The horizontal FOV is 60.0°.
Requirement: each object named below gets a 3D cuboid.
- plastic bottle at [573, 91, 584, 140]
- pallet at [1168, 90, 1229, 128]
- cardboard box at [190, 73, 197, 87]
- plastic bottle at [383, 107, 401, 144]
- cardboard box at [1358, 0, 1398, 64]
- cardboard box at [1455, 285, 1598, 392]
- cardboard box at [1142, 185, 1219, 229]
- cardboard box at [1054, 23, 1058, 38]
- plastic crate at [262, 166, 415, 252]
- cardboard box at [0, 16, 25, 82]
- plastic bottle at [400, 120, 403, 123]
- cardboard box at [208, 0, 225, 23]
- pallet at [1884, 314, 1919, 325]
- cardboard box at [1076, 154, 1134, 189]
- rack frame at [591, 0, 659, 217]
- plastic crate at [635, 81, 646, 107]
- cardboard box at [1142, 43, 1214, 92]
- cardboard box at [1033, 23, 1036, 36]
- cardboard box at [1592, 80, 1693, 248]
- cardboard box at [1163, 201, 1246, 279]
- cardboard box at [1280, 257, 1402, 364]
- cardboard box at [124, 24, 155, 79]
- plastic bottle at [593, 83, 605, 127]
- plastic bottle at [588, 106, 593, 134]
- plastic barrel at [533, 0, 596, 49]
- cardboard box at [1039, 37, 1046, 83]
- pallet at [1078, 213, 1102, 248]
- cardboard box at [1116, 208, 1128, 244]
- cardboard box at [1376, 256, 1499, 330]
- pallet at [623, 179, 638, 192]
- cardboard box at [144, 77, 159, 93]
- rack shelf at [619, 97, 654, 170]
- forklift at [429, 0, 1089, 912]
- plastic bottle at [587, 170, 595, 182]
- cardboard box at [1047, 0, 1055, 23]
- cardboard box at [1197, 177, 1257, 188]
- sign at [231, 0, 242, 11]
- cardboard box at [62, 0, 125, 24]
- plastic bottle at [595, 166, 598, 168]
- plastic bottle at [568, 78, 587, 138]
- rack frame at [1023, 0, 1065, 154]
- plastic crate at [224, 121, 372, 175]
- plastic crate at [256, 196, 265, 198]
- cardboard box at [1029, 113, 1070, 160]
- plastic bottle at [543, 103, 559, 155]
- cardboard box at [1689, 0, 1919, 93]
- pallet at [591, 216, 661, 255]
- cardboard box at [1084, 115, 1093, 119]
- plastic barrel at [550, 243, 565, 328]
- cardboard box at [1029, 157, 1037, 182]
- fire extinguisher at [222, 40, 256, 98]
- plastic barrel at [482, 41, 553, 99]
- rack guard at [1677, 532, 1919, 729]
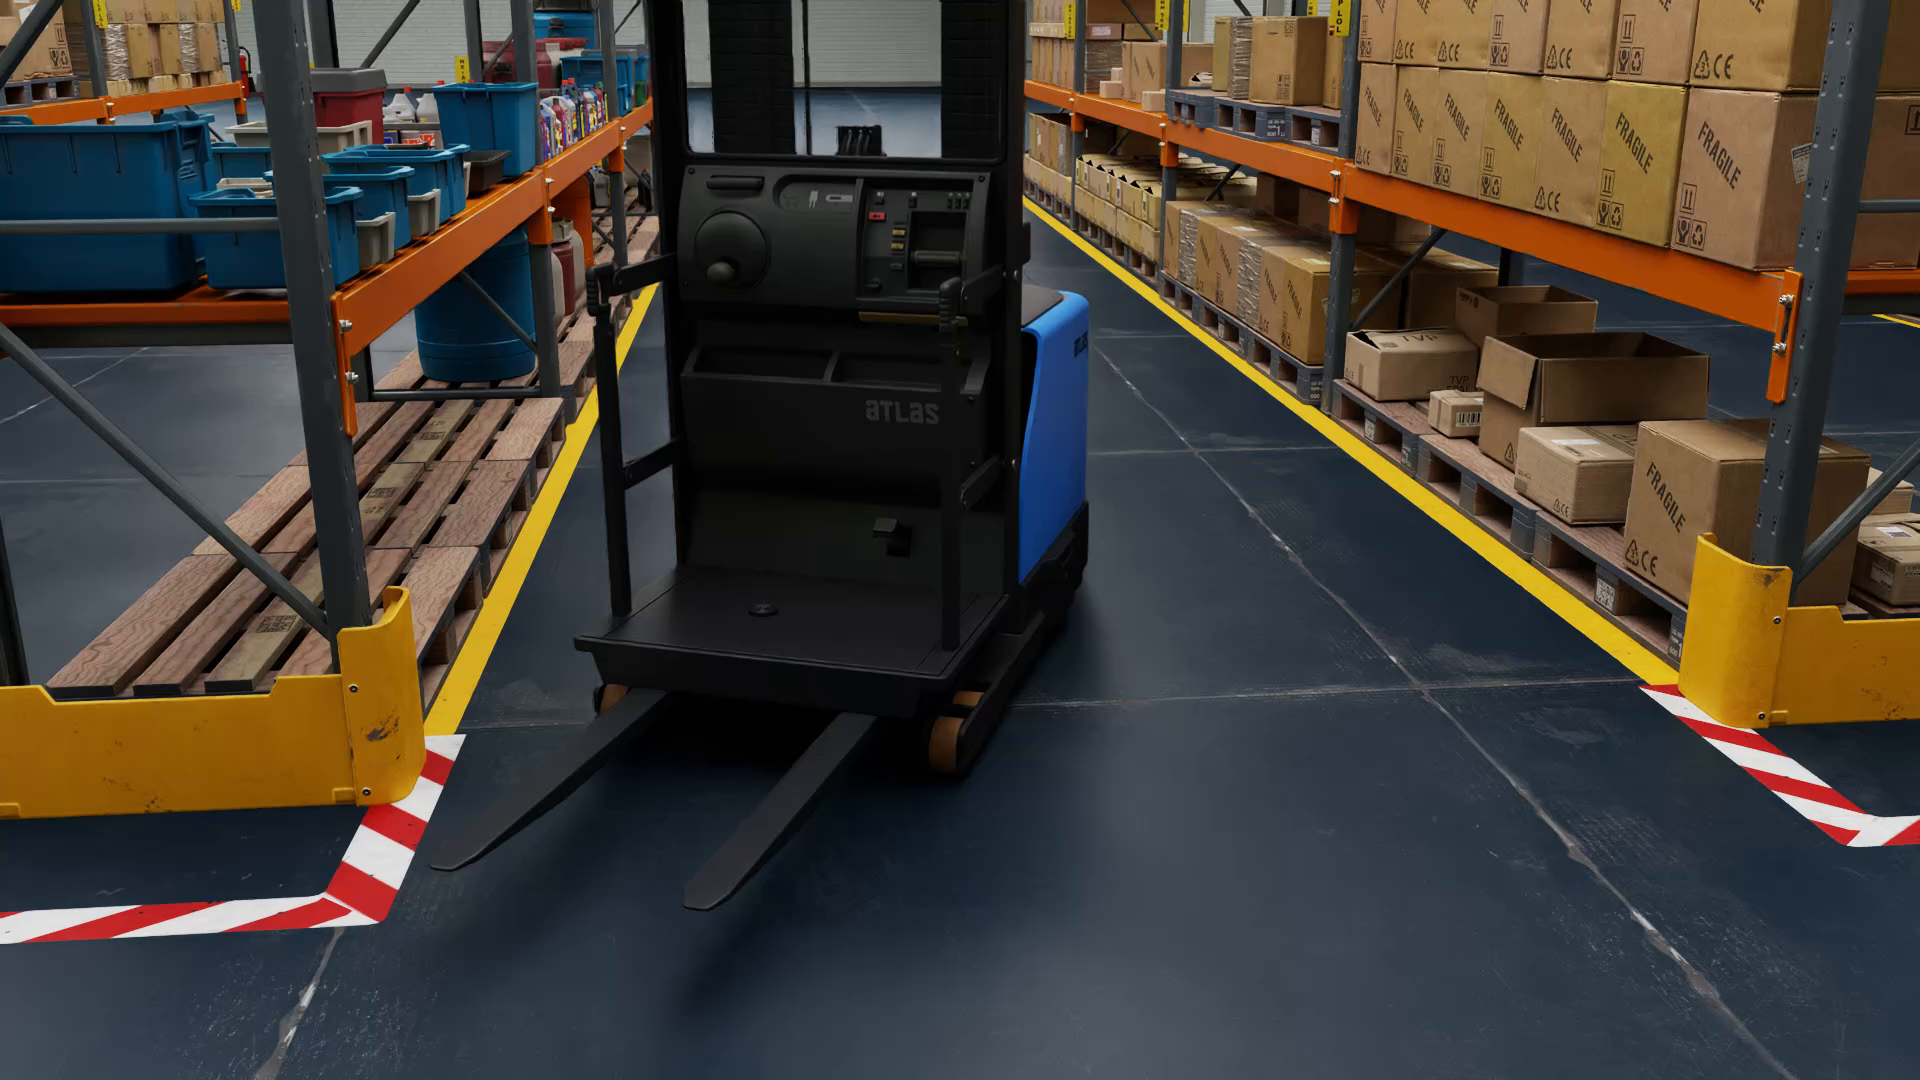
[{"bbox_3d":[-2.302,-2.552,9.993,0.061,0.283,0.133,-2,18,-6],"label":"plastic bottle"},{"bbox_3d":[2.148,-3.011,11.580,1.213,0.211,1.003,-2,18,-6],"label":"pallet"},{"bbox_3d":[-8.339,-4.884,17.646,0.380,0.149,0.250,-2,18,-6],"label":"cardboard box"},{"bbox_3d":[-2.869,-2.007,8.269,0.152,0.276,0.135,-2,18,-6],"label":"plastic bottle"},{"bbox_3d":[2.190,-2.486,7.752,0.500,0.500,0.500,-1,17,-4],"label":"cardboard box"},{"bbox_3d":[2.762,-0.967,8.188,0.500,0.500,0.500,-2,18,-6],"label":"cardboard box"},{"bbox_3d":[1.709,-2.607,12.926,0.500,0.311,0.500,-1,17,-4],"label":"cardboard box"},{"bbox_3d":[1.195,-5.383,17.566,0.380,0.149,0.250,-1,17,-4],"label":"cardboard box"},{"bbox_3d":[-1.860,-0.995,5.019,0.416,0.233,0.300,-2,18,-6],"label":"plastic crate"},{"bbox_3d":[-7.988,-3.925,13.298,0.797,0.503,0.637,0,17,0],"label":"cardboard box"},{"bbox_3d":[-2.861,-2.047,8.520,0.097,0.201,0.097,0,17,0],"label":"plastic bottle"},{"bbox_3d":[-8.368,-5.891,18.102,0.500,0.500,0.500,-2,18,-6],"label":"cardboard box"},{"bbox_3d":[7.064,-1.526,11.186,1.003,0.211,1.213,-2,18,-6],"label":"pallet"},{"bbox_3d":[1.391,-3.519,15.832,0.500,0.311,0.500,-2,18,-5],"label":"cardboard box"},{"bbox_3d":[-3.332,-4.342,15.500,1.000,3.000,0.127,-2,18,-6],"label":"rack frame"},{"bbox_3d":[-2.871,-3.731,13.907,0.450,0.188,0.662,-2,18,-6],"label":"plastic crate"},{"bbox_3d":[1.819,-3.849,13.764,0.500,0.500,0.500,-3,18,-9],"label":"cardboard box"},{"bbox_3d":[1.039,-5.841,19.024,0.380,0.149,0.250,-2,18,-7],"label":"cardboard box"},{"bbox_3d":[2.459,-1.246,5.471,0.500,0.500,0.500,-2,18,-5],"label":"cardboard box"},{"bbox_3d":[1.771,-2.175,12.036,0.500,0.500,0.500,-1,17,-3],"label":"cardboard box"},{"bbox_3d":[2.085,-1.266,9.140,0.500,0.500,0.500,-2,18,-6],"label":"cardboard box"},{"bbox_3d":[-8.260,-4.665,15.864,0.875,0.500,0.500,-2,18,-6],"label":"cardboard box"},{"bbox_3d":[-2.429,-2.919,11.160,0.061,0.283,0.133,-2,18,-6],"label":"plastic bottle"},{"bbox_3d":[-2.375,-2.671,10.507,0.097,0.201,0.097,0,17,0],"label":"plastic bottle"},{"bbox_3d":[-3.593,-4.457,15.028,0.600,0.901,0.708,-2,18,-6],"label":"plastic barrel"},{"bbox_3d":[1.277,-5.438,18.823,0.700,0.500,0.500,-1,17,-4],"label":"cardboard box"},{"bbox_3d":[1.710,-2.945,15.706,1.003,0.211,1.213,-2,18,-6],"label":"pallet"},{"bbox_3d":[1.606,-2.643,13.978,0.500,0.250,0.500,-1,17,-4],"label":"cardboard box"},{"bbox_3d":[2.613,-1.279,9.183,0.500,0.500,0.500,-3,18,-8],"label":"cardboard box"},{"bbox_3d":[-3.611,-3.940,18.875,1.003,0.211,1.213,-2,18,-6],"label":"pallet"},{"bbox_3d":[-8.067,-4.441,16.234,0.380,0.149,0.250,-2,18,-6],"label":"cardboard box"},{"bbox_3d":[-3.125,-3.403,13.710,1.077,0.370,4.000,-2,18,-6],"label":"rack shelf"},{"bbox_3d":[-0.427,-0.877,4.576,1.130,2.935,3.031,5,18,15],"label":"forklift"},{"bbox_3d":[-3.705,-3.528,16.596,0.144,0.351,0.185,-3,18,-8],"label":"plastic bottle"},{"bbox_3d":[1.336,-5.890,18.099,0.700,0.500,0.500,-2,18,-5],"label":"cardboard box"},{"bbox_3d":[2.184,-2.780,13.476,0.500,0.311,0.500,-2,18,-7],"label":"cardboard box"},{"bbox_3d":[-8.117,-6.095,18.623,0.100,0.325,0.005,-2,18,-6],"label":"sign"},{"bbox_3d":[-8.052,-4.998,15.255,0.500,0.500,0.500,-2,18,-6],"label":"cardboard box"},{"bbox_3d":[-3.862,-3.830,17.669,0.061,0.283,0.133,-1,17,-5],"label":"plastic bottle"},{"bbox_3d":[-2.360,-2.630,10.130,0.144,0.351,0.185,-2,18,-6],"label":"plastic bottle"},{"bbox_3d":[1.183,-5.686,19.780,1.000,3.000,0.127,-2,18,-6],"label":"rack frame"},{"bbox_3d":[-2.532,-1.470,6.449,0.437,0.282,0.530,-2,18,-6],"label":"plastic crate"},{"bbox_3d":[-2.374,-0.994,5.175,0.396,0.136,0.243,-2,18,-6],"label":"plastic crate"},{"bbox_3d":[1.071,-4.616,19.011,0.500,0.500,0.500,-2,18,-6],"label":"cardboard box"},{"bbox_3d":[-2.198,-2.191,8.864,0.097,0.271,0.097,0,17,0],"label":"plastic bottle"},{"bbox_3d":[2.514,-1.568,4.826,0.500,0.500,0.500,-2,18,-6],"label":"cardboard box"},{"bbox_3d":[-3.212,-2.779,15.176,1.003,0.211,1.213,-2,18,-6],"label":"pallet"},{"bbox_3d":[1.652,-4.484,18.589,0.500,0.500,0.500,-2,18,-6],"label":"cardboard box"},{"bbox_3d":[-2.588,-1.517,9.952,0.421,0.512,0.421,0,17,0],"label":"plastic barrel"},{"bbox_3d":[1.072,-4.259,19.124,0.500,0.250,0.500,-2,18,-6],"label":"cardboard box"},{"bbox_3d":[-8.224,-5.392,18.974,0.296,0.674,0.183,-2,18,-6],"label":"fire extinguisher"},{"bbox_3d":[-3.268,-3.344,12.094,0.600,0.536,0.708,-2,18,-6],"label":"plastic barrel"},{"bbox_3d":[2.826,0.251,5.042,1.175,0.500,0.348,-2,18,-6],"label":"rack guard"}]
